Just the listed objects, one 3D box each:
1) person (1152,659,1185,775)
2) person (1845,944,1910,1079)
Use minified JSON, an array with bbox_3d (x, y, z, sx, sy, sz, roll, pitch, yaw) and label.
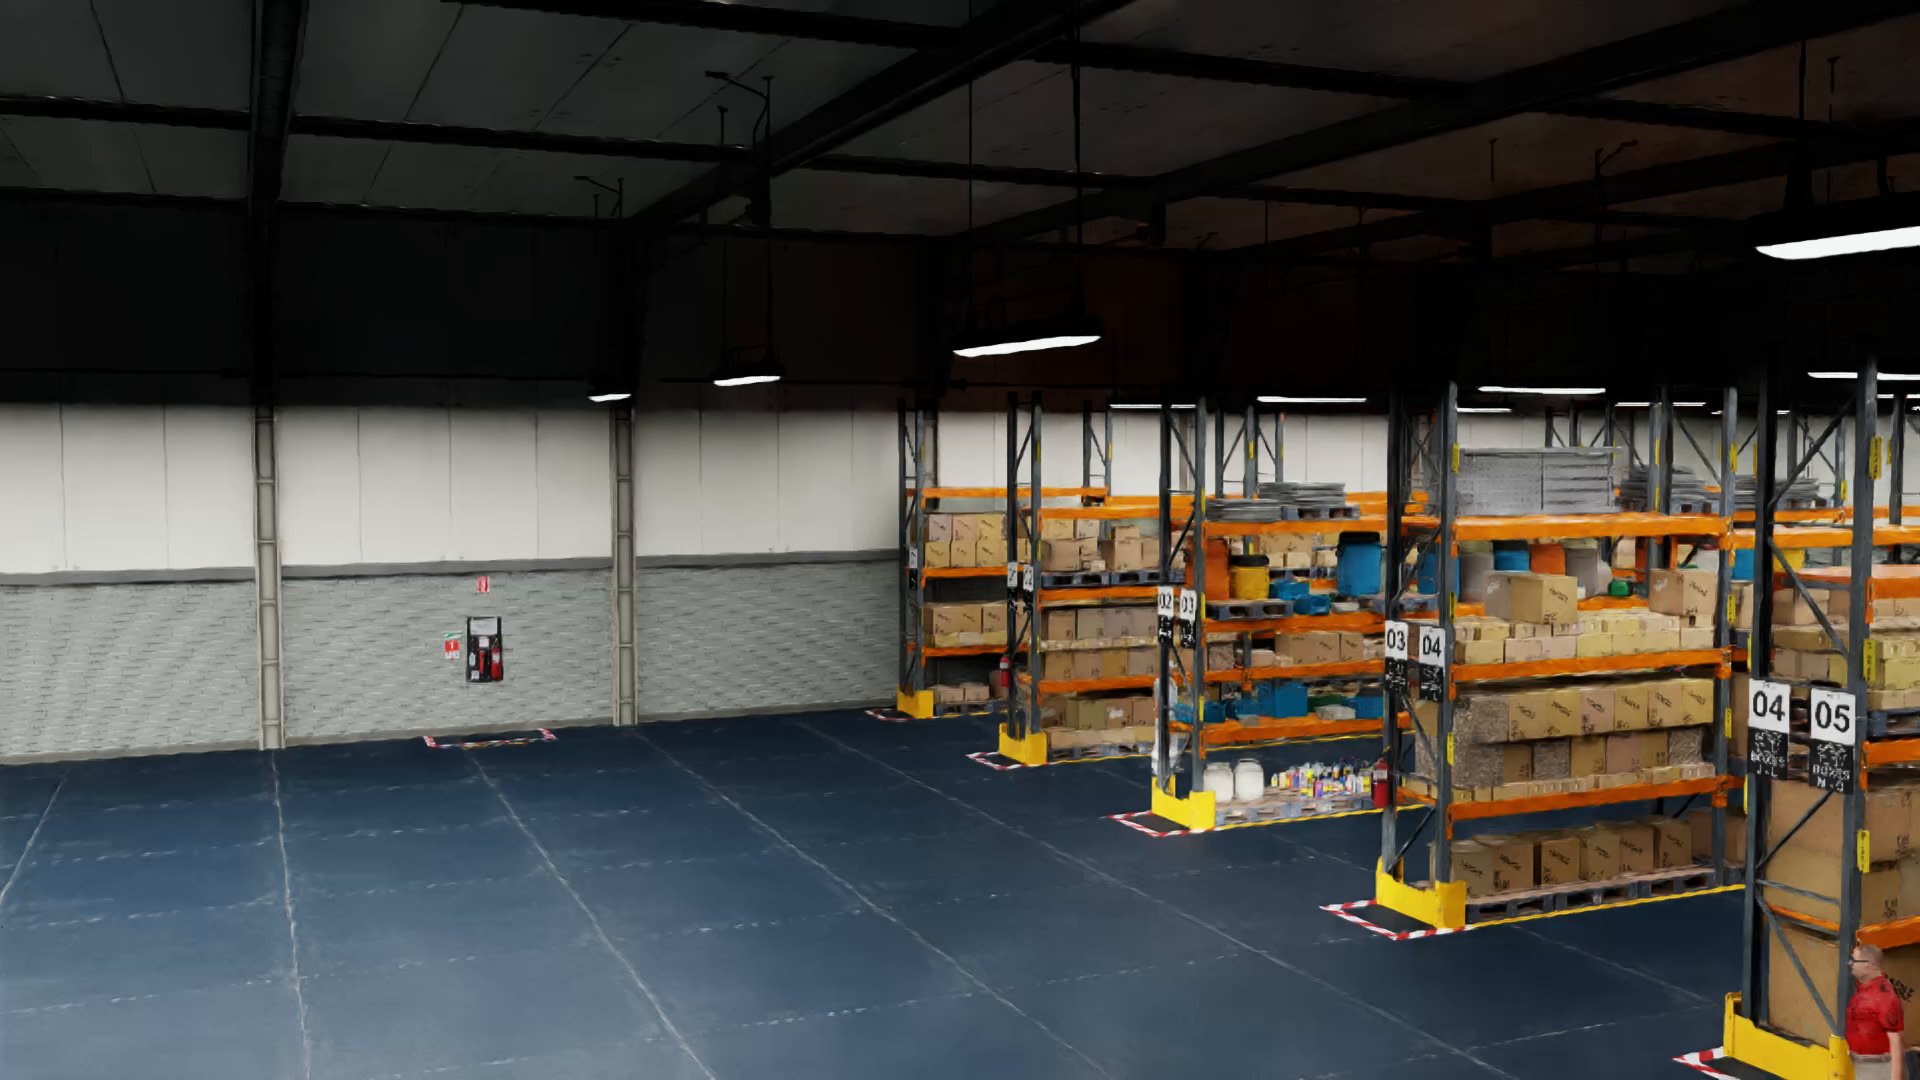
[{"bbox_3d":[3.257,2.739,25.843,0.454,1.788,0.601,3,4,39],"label":"person"},{"bbox_3d":[6.348,3.687,11.378,0.514,1.625,0.604,1,3,14],"label":"person"}]
